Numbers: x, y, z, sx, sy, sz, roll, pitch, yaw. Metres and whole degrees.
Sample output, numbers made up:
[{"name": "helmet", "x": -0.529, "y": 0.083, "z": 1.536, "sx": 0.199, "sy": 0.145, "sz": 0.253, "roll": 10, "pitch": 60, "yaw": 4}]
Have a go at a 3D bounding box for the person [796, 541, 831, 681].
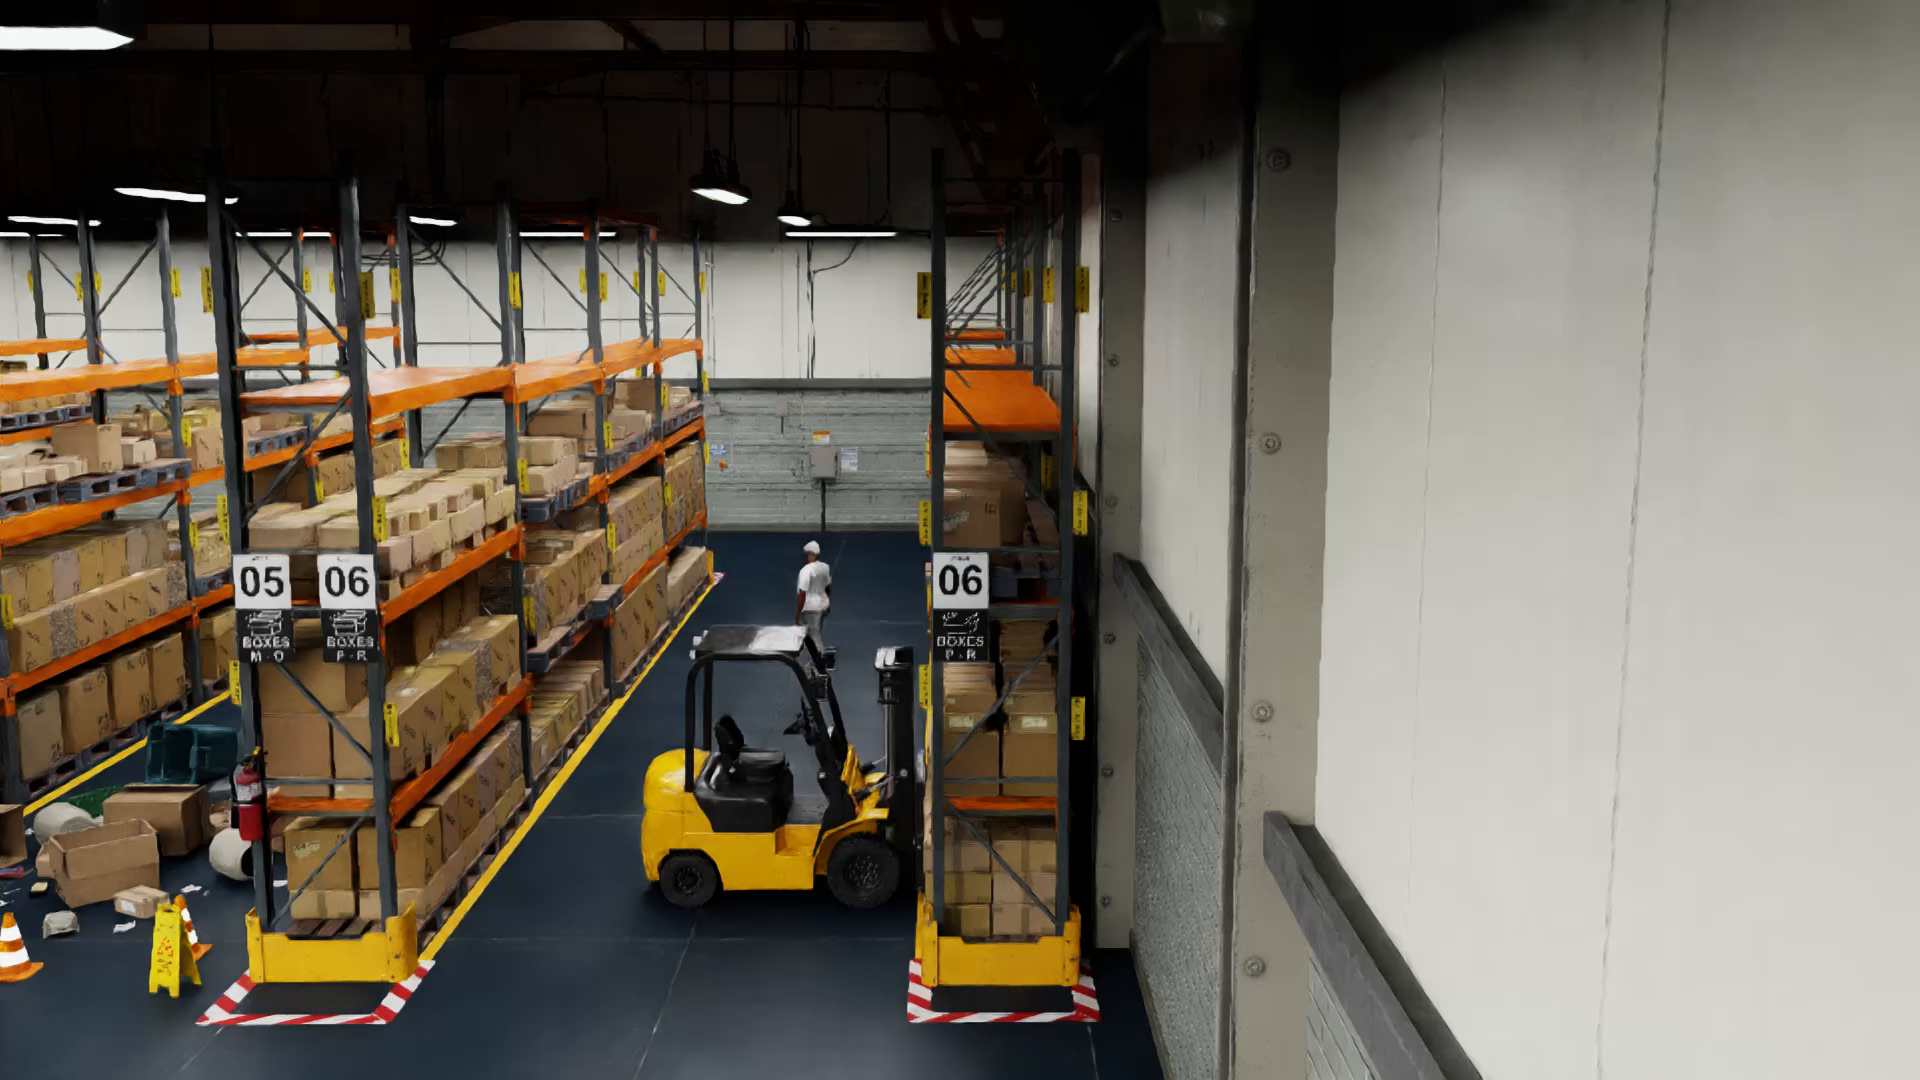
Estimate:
[{"name": "person", "x": -1.907, "y": 0.879, "z": 21.356, "sx": 0.585, "sy": 1.763, "sz": 0.682, "roll": 4, "pitch": 10, "yaw": 24}]
